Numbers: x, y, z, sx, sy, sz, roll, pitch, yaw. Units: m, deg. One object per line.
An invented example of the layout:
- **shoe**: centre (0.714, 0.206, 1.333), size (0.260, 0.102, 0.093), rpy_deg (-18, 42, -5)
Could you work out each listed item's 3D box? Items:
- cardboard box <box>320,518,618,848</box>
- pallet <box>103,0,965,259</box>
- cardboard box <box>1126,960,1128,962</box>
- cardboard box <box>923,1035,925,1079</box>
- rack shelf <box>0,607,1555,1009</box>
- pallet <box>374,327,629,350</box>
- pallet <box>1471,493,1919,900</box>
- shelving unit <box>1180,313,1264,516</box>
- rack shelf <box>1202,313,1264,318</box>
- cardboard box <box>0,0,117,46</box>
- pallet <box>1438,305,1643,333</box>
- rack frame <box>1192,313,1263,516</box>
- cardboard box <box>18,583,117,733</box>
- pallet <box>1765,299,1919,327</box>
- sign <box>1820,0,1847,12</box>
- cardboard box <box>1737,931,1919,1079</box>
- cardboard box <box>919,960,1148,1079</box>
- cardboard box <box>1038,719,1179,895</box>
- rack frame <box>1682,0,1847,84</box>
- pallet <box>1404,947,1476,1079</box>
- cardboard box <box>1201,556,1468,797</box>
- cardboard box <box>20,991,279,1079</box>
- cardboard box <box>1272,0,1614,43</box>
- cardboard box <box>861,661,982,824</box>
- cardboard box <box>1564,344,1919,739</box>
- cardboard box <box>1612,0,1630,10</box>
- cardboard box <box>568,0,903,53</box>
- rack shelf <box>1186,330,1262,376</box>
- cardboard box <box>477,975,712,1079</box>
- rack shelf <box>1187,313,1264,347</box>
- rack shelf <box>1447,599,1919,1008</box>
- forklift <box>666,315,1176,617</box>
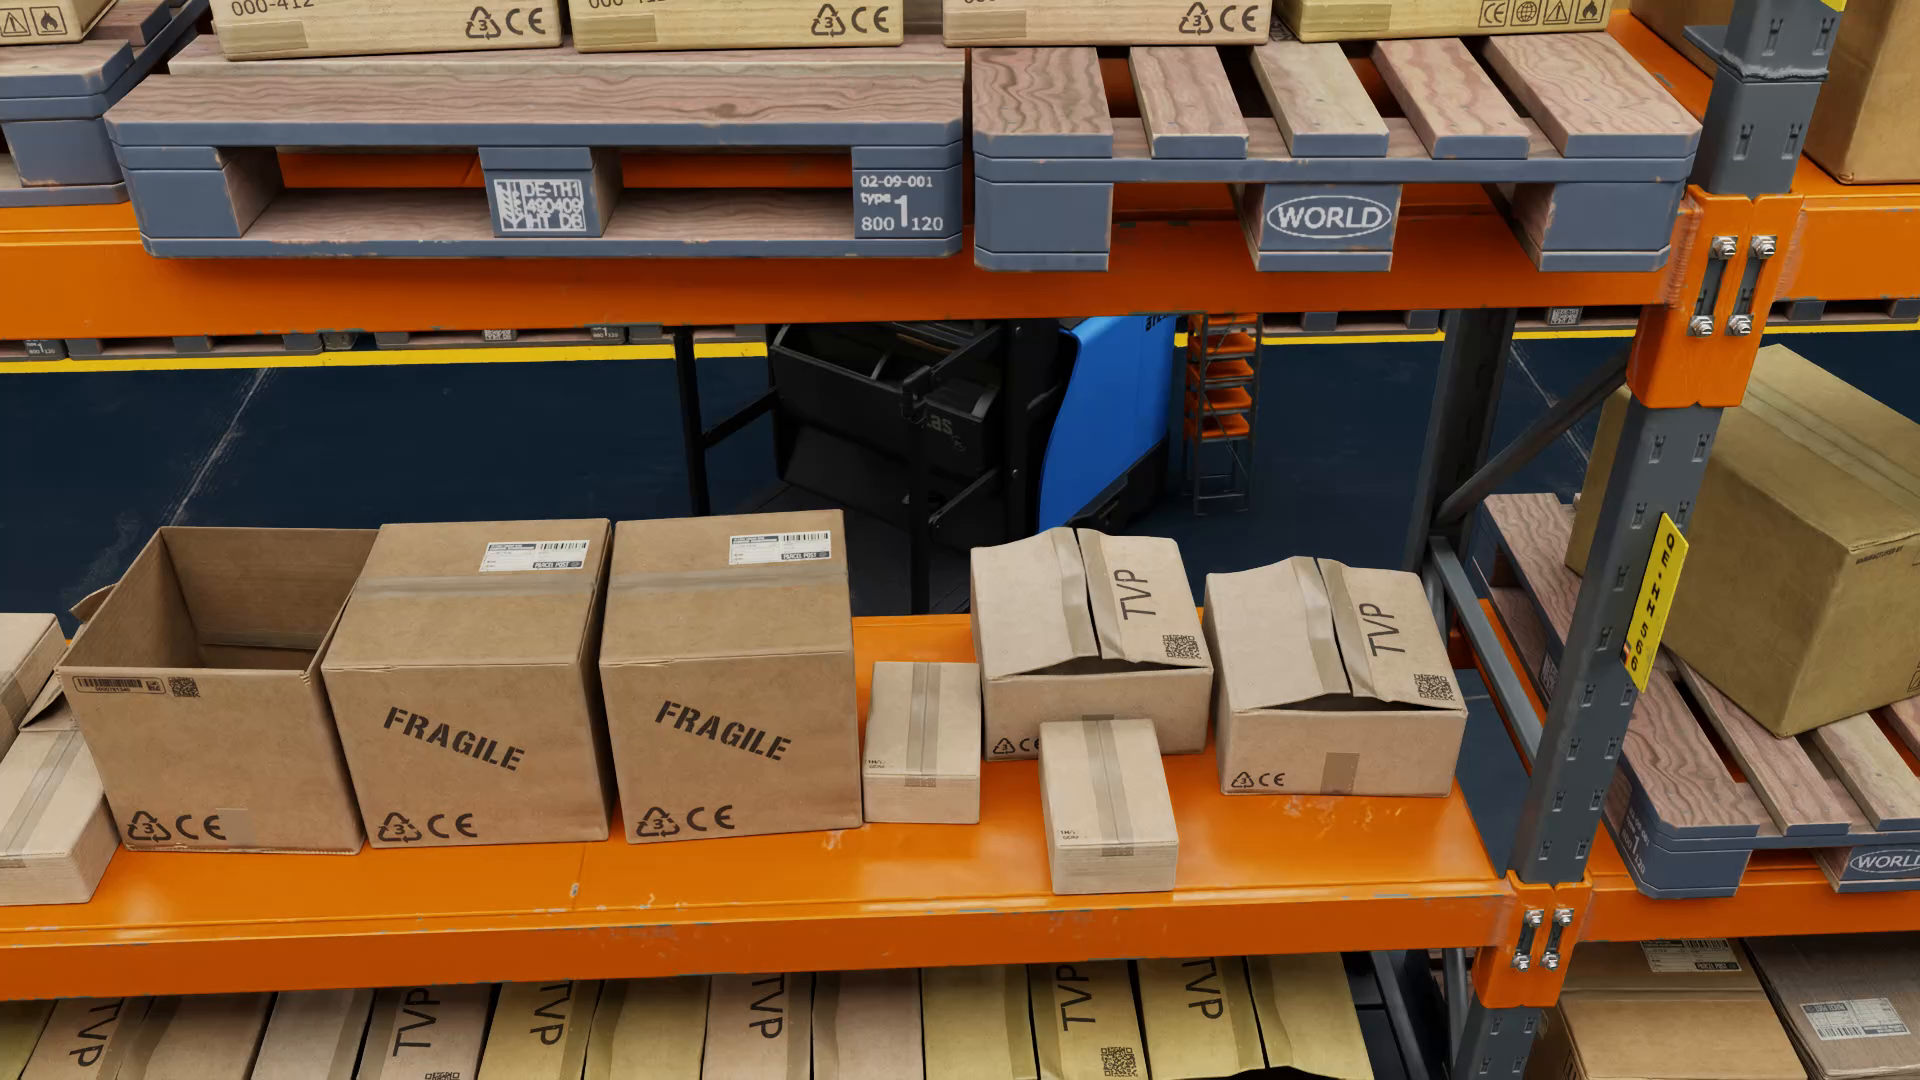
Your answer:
- **cardboard box**: centre (-1.009, 0.302, 3.589), size (0.500, 0.500, 0.500), rpy_deg (-1, 35, -2)
- **pallet**: centre (-0.598, -0.780, 2.771), size (1.213, 0.211, 1.003), rpy_deg (0, 35, 0)
- **cardboard box**: centre (0.655, 0.849, 4.441), size (0.500, 0.311, 0.500), rpy_deg (0, 35, -1)
- **cardboard box**: centre (0.164, 1.402, 4.136), size (0.500, 0.250, 0.500), rpy_deg (-2, 35, -3)
- **rack shelf**: centre (-0.805, 0.625, 3.844), size (4.000, 0.370, 1.077), rpy_deg (-2, 35, -2)
- **pallet**: centre (-2.264, -1.308, 8.455), size (1.213, 0.211, 1.003), rpy_deg (-2, 35, -2)
- **pallet**: centre (1.866, 0.296, 3.856), size (1.003, 0.211, 1.213), rpy_deg (-2, 35, -2)
- **shelving unit**: centre (1.052, -0.681, 6.667), size (0.258, 1.200, 0.189), rpy_deg (-5, 29, -8)
- **rack shelf**: centre (1.046, -0.958, 6.517), size (0.258, 0.103, 0.180), rpy_deg (-5, 29, -8)
- **cardboard box**: centre (-1.639, -0.989, 2.670), size (0.500, 0.250, 0.500), rpy_deg (-5, 35, -7)
- **pallet**: centre (2.961, -1.404, 8.593), size (1.213, 0.211, 1.003), rpy_deg (-2, 35, -2)
- **rack frame**: centre (1.066, -0.638, 6.587), size (0.240, 1.200, 0.006), rpy_deg (-5, 29, -8)
- **cardboard box**: centre (-1.933, 0.310, 3.784), size (0.258, 0.266, 0.396), rpy_deg (-2, 35, -3)
- **pallet**: centre (4.183, -1.438, 8.643), size (1.213, 0.211, 1.003), rpy_deg (-2, 35, -2)
- **sign**: centre (1.211, -0.888, 2.237), size (0.005, 0.325, 0.100), rpy_deg (-2, 35, -2)
- **cardboard box**: centre (2.183, 1.255, 4.111), size (0.500, 0.500, 0.500), rpy_deg (-3, 35, -4)
- **cardboard box**: centre (0.162, 1.174, 3.972), size (0.500, 0.311, 0.500), rpy_deg (-2, 35, -3)
- **cardboard box**: centre (0.307, 0.560, 3.526), size (0.250, 0.149, 0.380), rpy_deg (-2, 35, -2)
- **rack frame**: centre (1.193, -2.192, 2.010), size (0.127, 3.000, 1.000), rpy_deg (-2, 35, -2)
- **pallet**: centre (1.940, 1.423, 4.508), size (1.213, 0.211, 1.003), rpy_deg (-2, 35, -2)
- **cardboard box**: centre (0.827, 0.297, 3.764), size (0.500, 0.311, 0.500), rpy_deg (1, 35, 1)
- **cardboard box**: centre (-1.878, 1.230, 3.891), size (0.500, 0.311, 0.500), rpy_deg (-2, 35, -3)
- **cardboard box**: centre (0.742, -1.025, 2.723), size (0.500, 0.250, 0.500), rpy_deg (-4, 35, -6)
- **cardboard box**: centre (-0.079, 0.445, 3.692), size (0.250, 0.149, 0.380), rpy_deg (1, 35, 1)
- **cardboard box**: centre (1.816, -0.020, 3.686), size (0.500, 0.500, 0.700), rpy_deg (-13, 37, -18)
- **cardboard box**: centre (2.991, -2.620, 7.533), size (0.500, 0.500, 0.500), rpy_deg (-1, 35, -1)
- **cardboard box**: centre (-0.353, -0.992, 2.674), size (0.500, 0.250, 0.500), rpy_deg (-2, 35, -3)
- **rack shelf**: centre (1.050, -0.747, 6.631), size (0.258, 0.103, 0.180), rpy_deg (-5, 29, -8)
- **cardboard box**: centre (-0.843, 1.198, 3.937), size (0.500, 0.311, 0.500), rpy_deg (-1, 35, -1)
- **rack shelf**: centre (1.048, -0.853, 6.574), size (0.258, 0.103, 0.180), rpy_deg (-5, 29, -8)
- **rack shelf**: centre (3.190, 0.517, 3.999), size (4.000, 0.370, 1.077), rpy_deg (-2, 35, -2)
- **forklift**: centre (-0.388, -0.882, 5.448), size (1.130, 2.935, 3.031), rpy_deg (22, 40, 28)
